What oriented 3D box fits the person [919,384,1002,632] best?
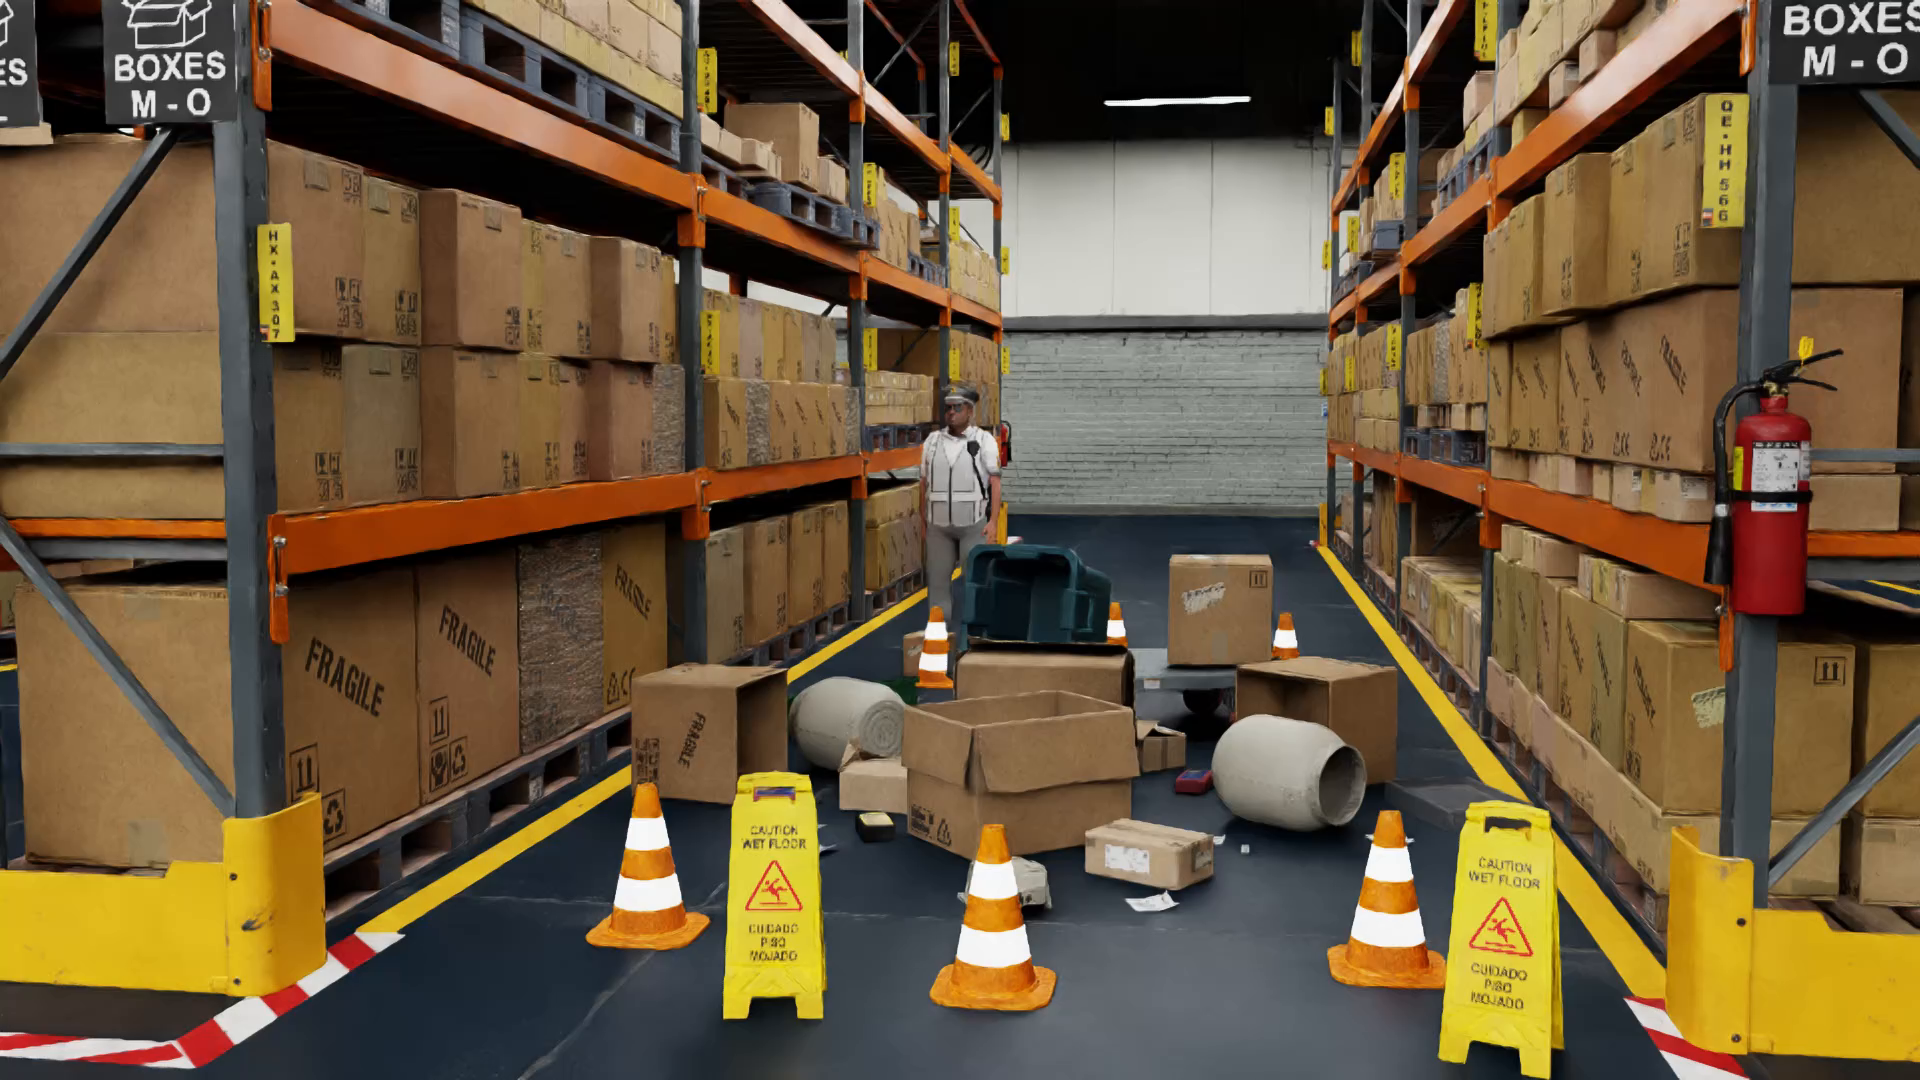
[{"bbox_3d":[-0.020,-0.102,10.602,0.553,1.778,0.450,1,5,16],"label":"person"}]
